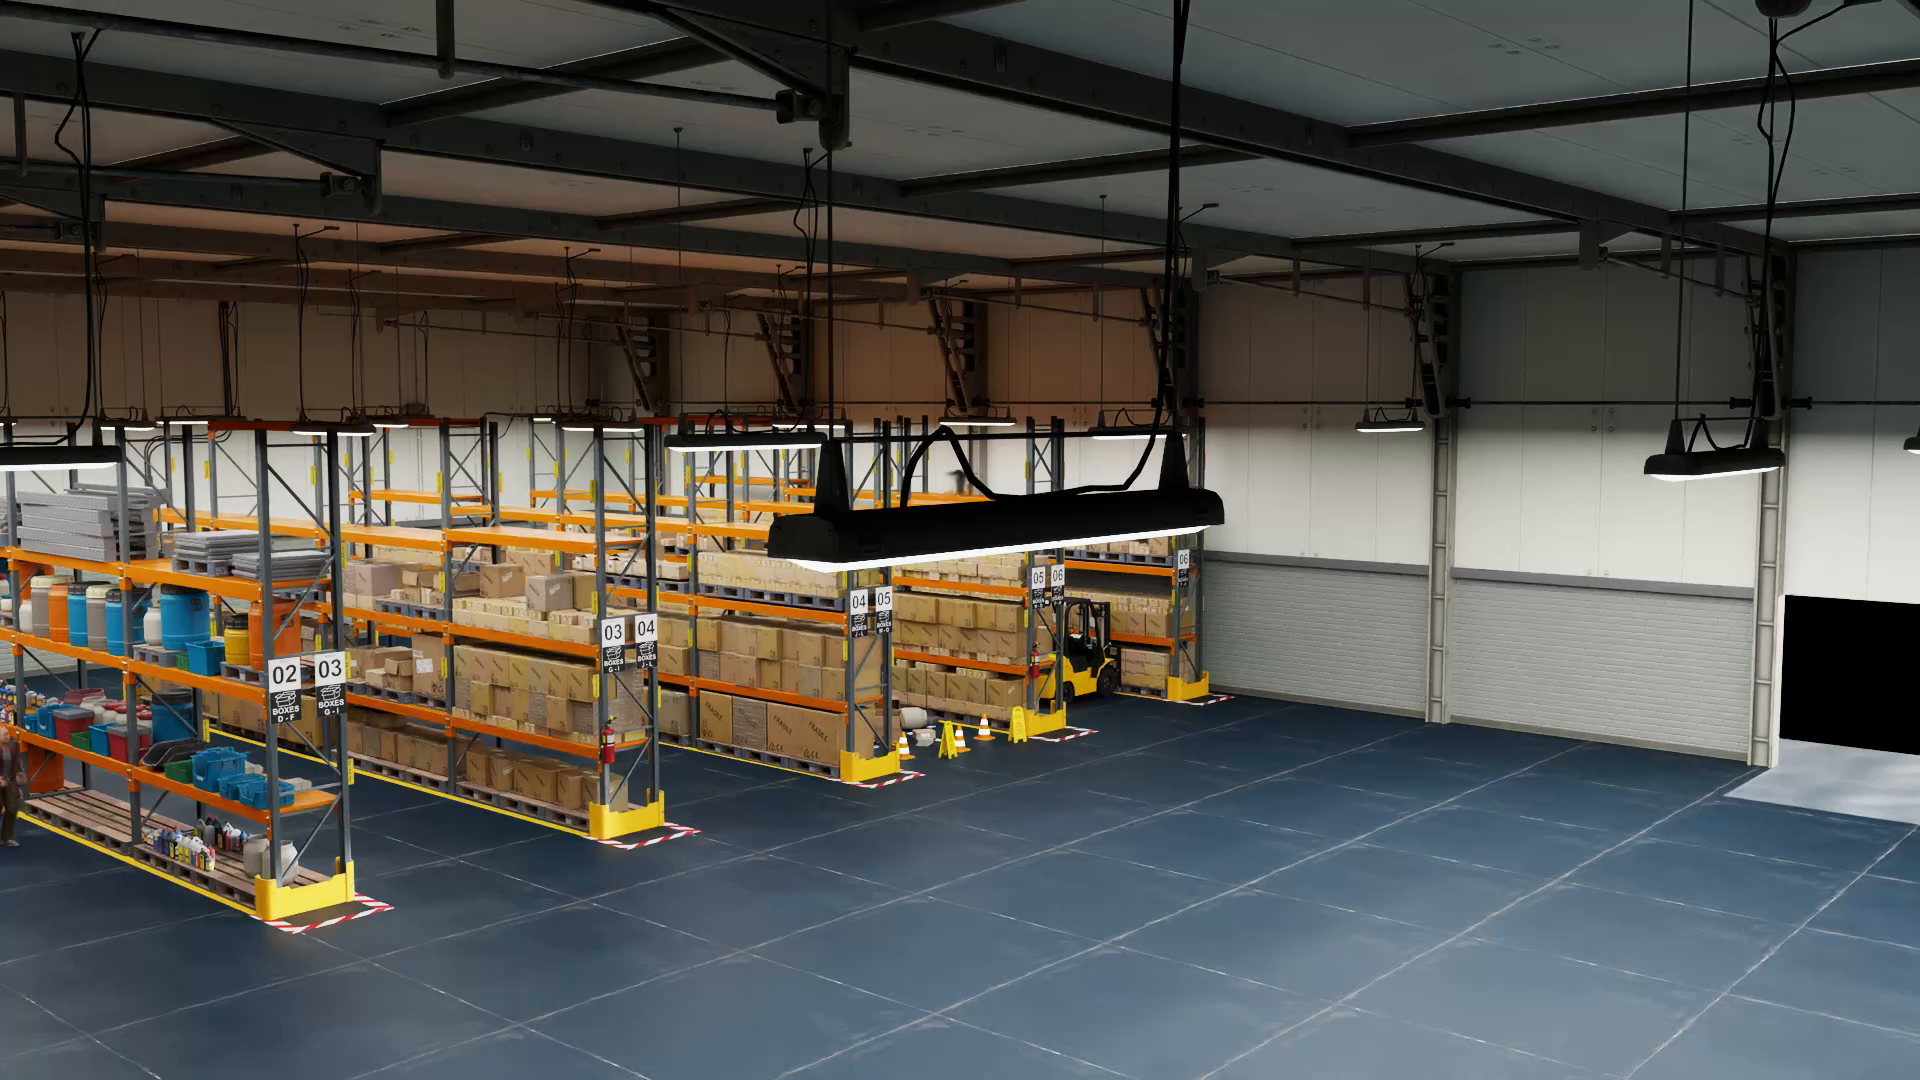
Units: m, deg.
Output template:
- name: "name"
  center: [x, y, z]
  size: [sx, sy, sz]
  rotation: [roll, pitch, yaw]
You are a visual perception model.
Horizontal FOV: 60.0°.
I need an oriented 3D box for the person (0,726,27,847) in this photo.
- name: "person"
  center: [-13.767, 3.499, 23.733]
  size: [0.882, 1.736, 0.705]
  rotation: [3, 6, 32]
